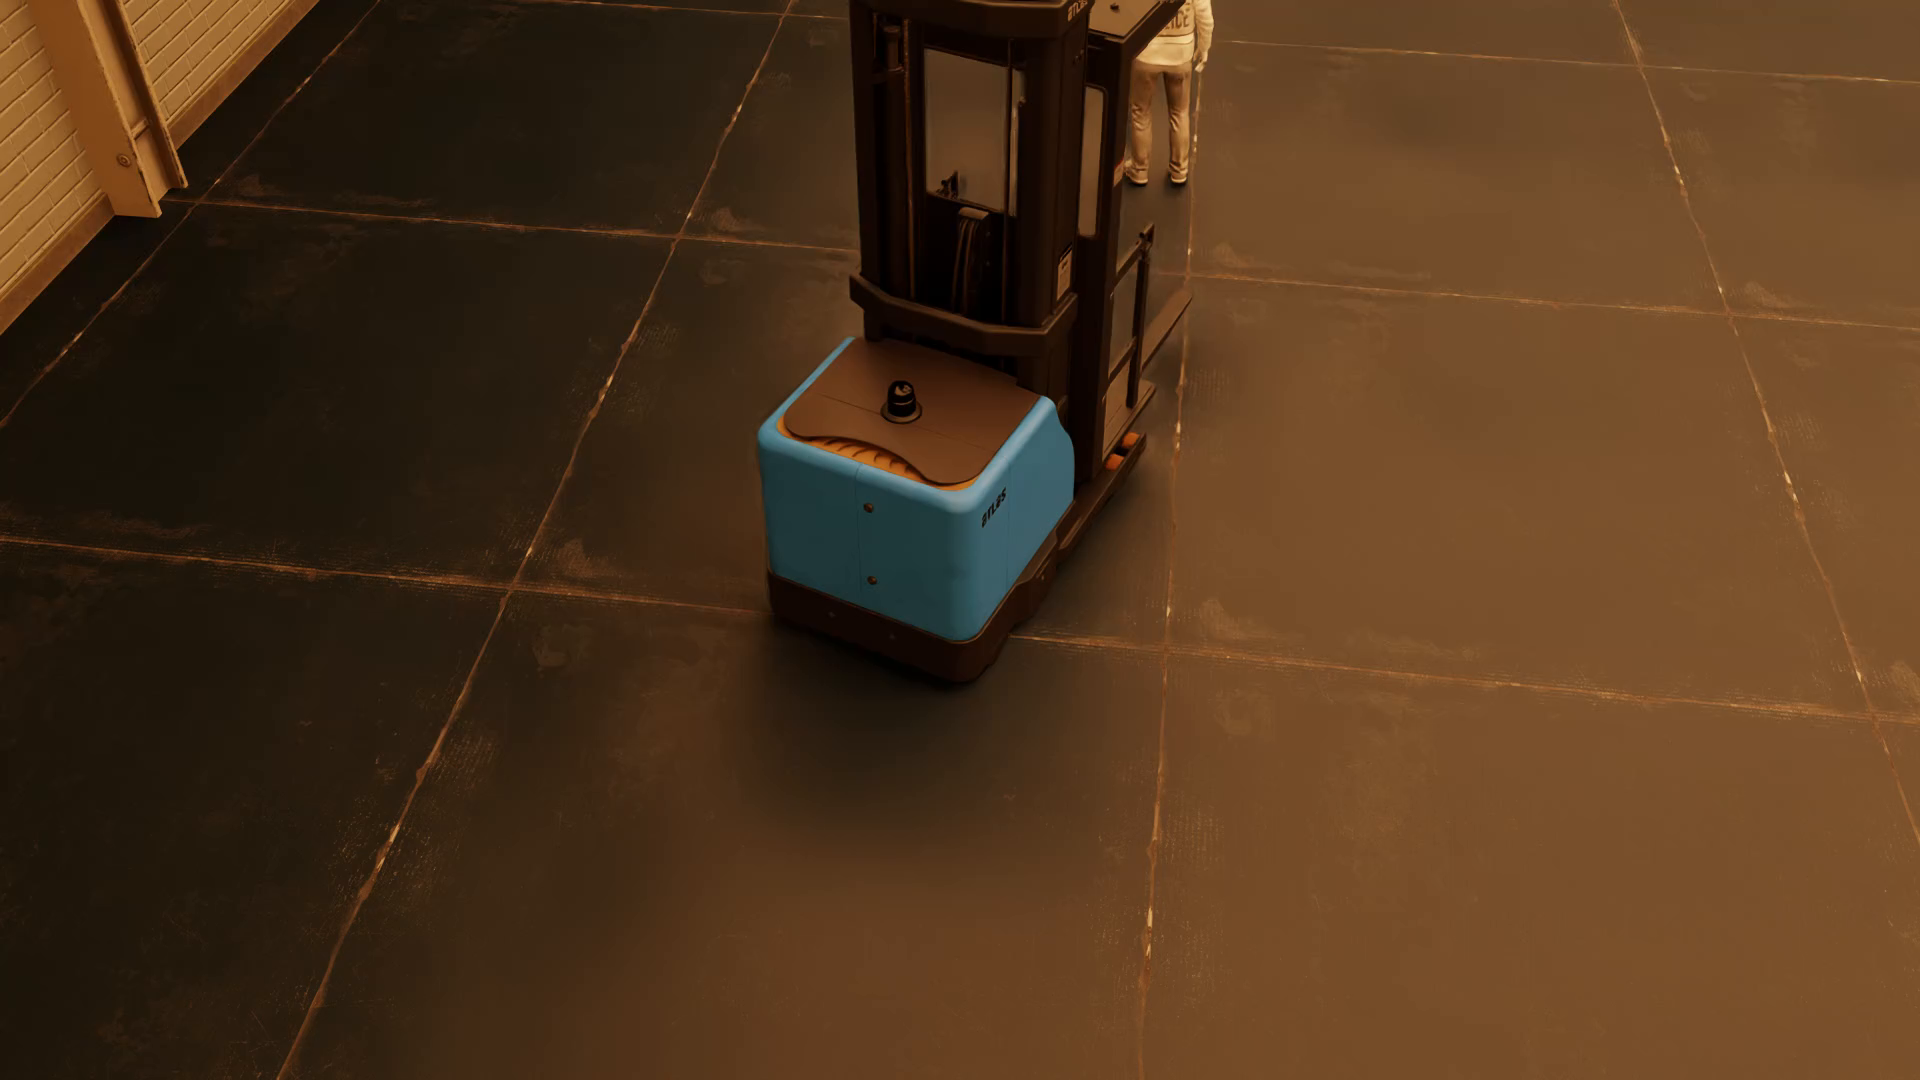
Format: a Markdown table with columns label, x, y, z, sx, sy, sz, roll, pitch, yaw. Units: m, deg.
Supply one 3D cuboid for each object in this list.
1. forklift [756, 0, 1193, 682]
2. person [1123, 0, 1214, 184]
| label | x | y | z | sx | sy | sz | roll | pitch | yaw |
| --- | --- | --- | --- | --- | --- | --- | --- | --- | --- |
| forklift | 0.272 | -1.465 | 7.319 | 1.130 | 2.935 | 3.031 | 19 | 46 | 20 |
| person | 1.179 | -2.846 | 9.748 | 0.570 | 1.709 | 0.454 | -1 | 43 | -1 |
